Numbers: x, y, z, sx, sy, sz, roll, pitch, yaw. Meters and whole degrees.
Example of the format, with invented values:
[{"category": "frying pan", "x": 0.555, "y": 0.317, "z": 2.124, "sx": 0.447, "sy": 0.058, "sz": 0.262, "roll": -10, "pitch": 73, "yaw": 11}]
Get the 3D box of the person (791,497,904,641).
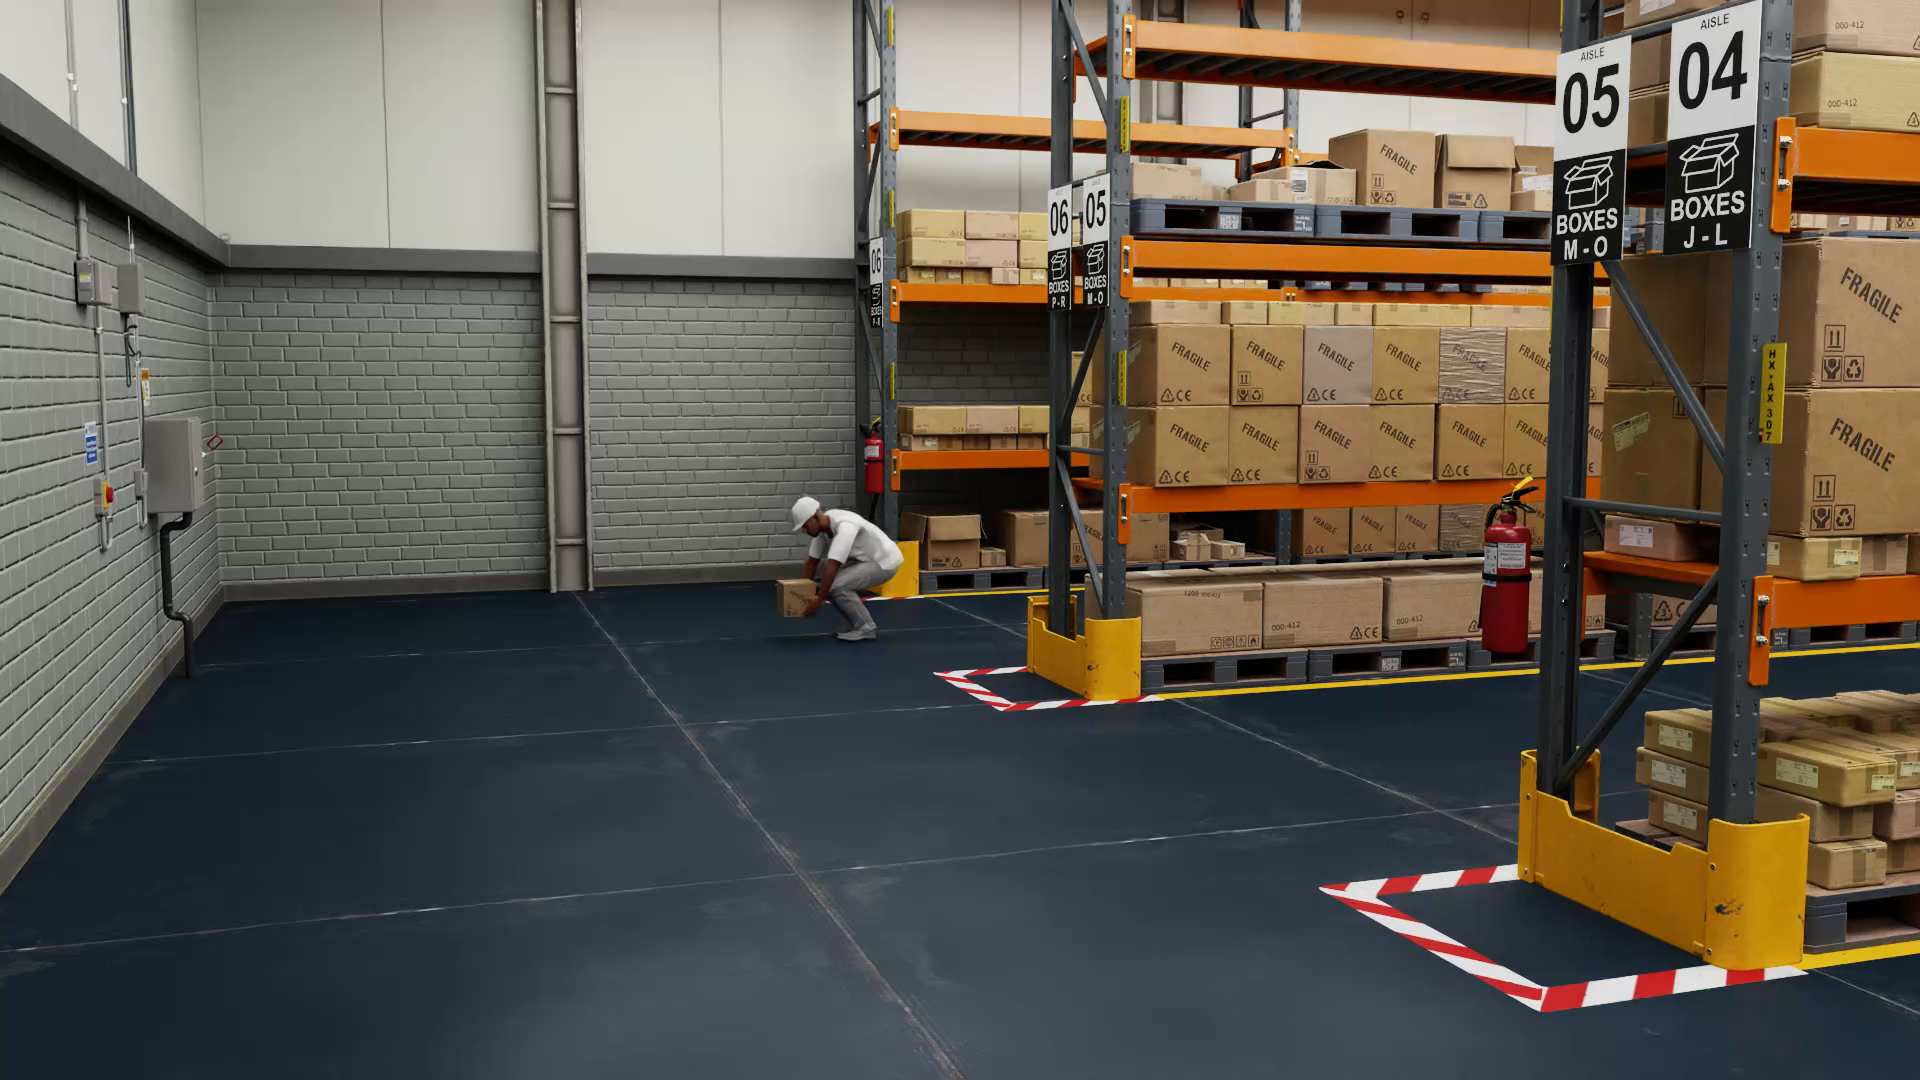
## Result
[{"category": "person", "x": -0.852, "y": 0.210, "z": 12.532, "sx": 0.867, "sy": 1.091, "sz": 0.599, "roll": -2, "pitch": 6, "yaw": -19}]
